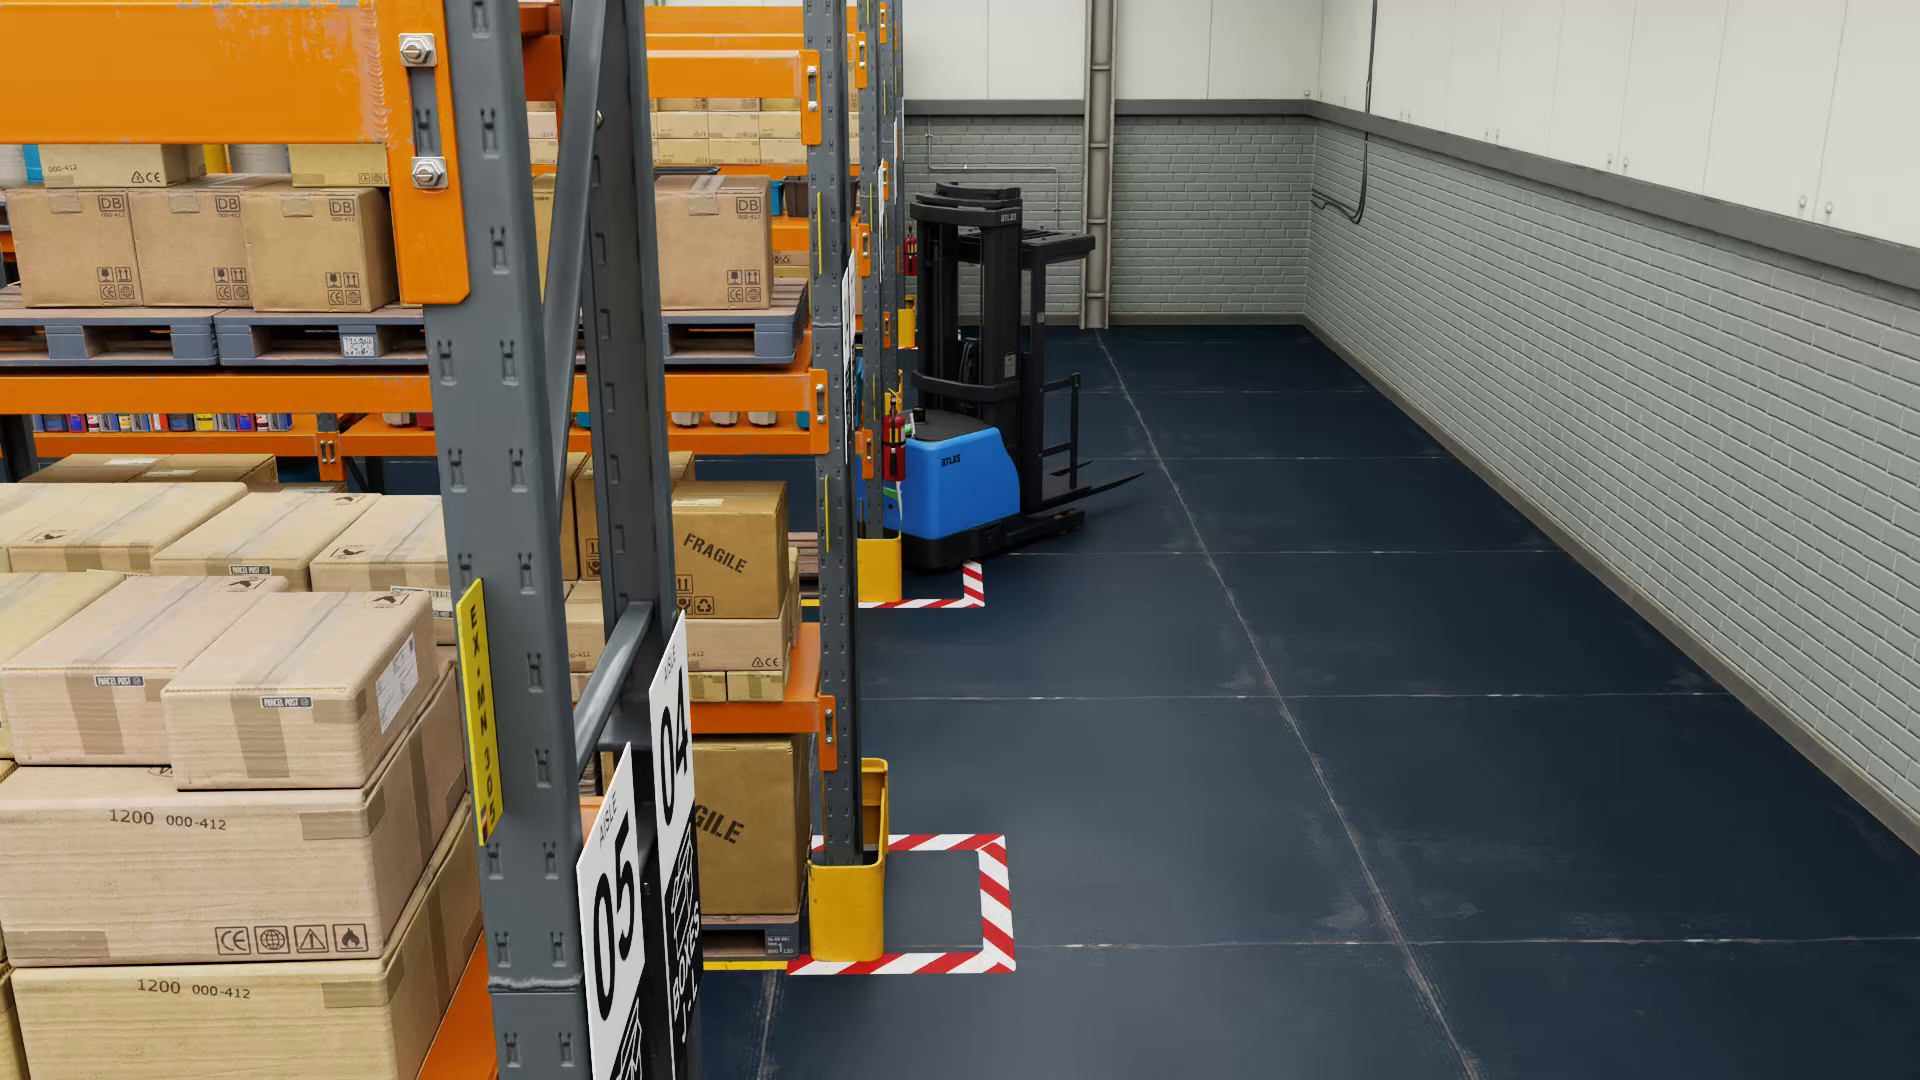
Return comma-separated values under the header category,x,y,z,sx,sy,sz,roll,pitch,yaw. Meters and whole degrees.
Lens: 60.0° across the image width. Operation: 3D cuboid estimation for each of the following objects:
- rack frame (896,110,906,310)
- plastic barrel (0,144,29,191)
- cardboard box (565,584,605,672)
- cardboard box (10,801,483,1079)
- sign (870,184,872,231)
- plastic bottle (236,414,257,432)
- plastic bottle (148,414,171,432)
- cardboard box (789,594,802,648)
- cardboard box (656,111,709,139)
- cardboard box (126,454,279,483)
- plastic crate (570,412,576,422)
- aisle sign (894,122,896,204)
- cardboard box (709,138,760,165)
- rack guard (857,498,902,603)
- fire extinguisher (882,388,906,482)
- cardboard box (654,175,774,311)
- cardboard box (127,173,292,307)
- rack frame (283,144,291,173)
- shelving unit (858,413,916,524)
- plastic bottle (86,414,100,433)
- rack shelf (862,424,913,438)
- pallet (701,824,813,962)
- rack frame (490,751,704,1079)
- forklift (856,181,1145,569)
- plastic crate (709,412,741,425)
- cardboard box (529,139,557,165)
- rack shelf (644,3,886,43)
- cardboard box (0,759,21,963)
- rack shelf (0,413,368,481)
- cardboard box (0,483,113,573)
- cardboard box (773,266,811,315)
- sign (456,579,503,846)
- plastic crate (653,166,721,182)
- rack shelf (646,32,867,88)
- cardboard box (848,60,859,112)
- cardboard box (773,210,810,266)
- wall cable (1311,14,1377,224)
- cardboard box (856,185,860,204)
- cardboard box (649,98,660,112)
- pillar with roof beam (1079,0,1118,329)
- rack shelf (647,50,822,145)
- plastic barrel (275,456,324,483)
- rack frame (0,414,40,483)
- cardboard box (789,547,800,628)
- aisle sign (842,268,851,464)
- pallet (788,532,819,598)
category,x,y,z,sx,sy,sz,roll,pitch,yaw
rack frame,-0.805,-4.156,22.091,0.127,3.000,1.000,0,18,-1
plastic barrel,-6.878,-2.839,12.166,0.433,0.535,0.433,0,18,0
cardboard box,-1.558,0.398,7.654,0.500,0.250,0.500,-1,18,-2
cardboard box,-1.044,0.624,2.525,0.500,0.250,0.500,-1,18,-2
sign,-0.624,-2.340,11.693,0.005,0.325,0.100,0,18,-1
plastic bottle,-5.268,-0.939,12.256,0.133,0.283,0.061,0,18,-1
plastic bottle,-5.907,-0.947,12.291,0.135,0.276,0.152,0,18,-1
cardboard box,-0.931,0.403,8.290,0.250,0.149,0.380,0,18,0
cardboard box,-2.733,-4.149,16.587,0.500,0.250,0.500,0,18,-1
cardboard box,-3.614,-0.110,8.011,0.500,0.500,0.500,0,18,0
plastic crate,-3.119,-1.034,12.455,0.530,0.282,0.437,0,18,-1
aisle sign,-0.650,-3.787,16.687,0.004,0.787,0.394,0,18,-1
cardboard box,-2.233,-3.911,16.664,0.500,0.250,0.500,0,18,-1
rack guard,-0.625,0.056,13.053,0.348,0.500,1.175,0,18,-1
fire extinguisher,-0.491,-0.777,12.297,0.183,0.674,0.296,0,18,-1
cardboard box,-1.090,-1.322,7.331,0.500,0.500,0.700,-1,18,-4
cardboard box,-3.251,-1.345,7.403,0.500,0.500,0.700,1,18,2
rack frame,-4.648,-3.967,11.682,0.127,3.000,1.000,0,18,-1
shelving unit,-0.549,-0.474,13.344,0.258,1.200,0.503,-24,30,-32
plastic bottle,-6.389,-0.900,12.269,0.097,0.201,0.097,0,18,0
rack shelf,-0.596,-0.848,13.168,0.258,0.148,0.480,-24,30,-32
pallet,-1.369,1.739,8.283,1.213,0.211,1.003,0,18,-1
rack frame,-0.593,1.898,3.219,0.127,3.000,1.000,0,18,-1
forklift,0.427,-1.537,14.039,1.130,2.935,3.031,16,24,40
plastic crate,-1.751,-0.977,12.515,0.243,0.136,0.396,0,18,-1
cardboard box,-4.233,-3.907,16.651,0.500,0.250,0.500,0,18,-1
rack shelf,-2.723,-5.146,16.539,4.000,0.370,1.077,0,18,-1
cardboard box,-1.561,0.386,2.450,0.500,0.250,0.500,-1,18,-2
rack shelf,-6.648,-0.758,12.679,4.000,0.370,1.077,0,18,-1
cardboard box,-1.692,0.021,2.934,0.250,0.149,0.380,0,18,0
cardboard box,-1.685,-2.601,17.083,0.500,0.500,0.500,0,18,0
sign,-0.605,0.218,2.097,0.005,0.325,0.100,0,18,-1
plastic crate,-2.181,-2.605,12.449,0.767,0.338,0.504,0,18,-1
rack shelf,-2.649,-3.444,11.883,4.000,0.370,1.077,0,18,-1
cardboard box,-1.237,-4.587,16.726,0.500,0.500,0.700,0,18,-1
cardboard box,-1.669,-3.078,16.930,0.500,0.500,0.500,0,18,1
wall cable,4.856,-5.452,21.394,0.112,2.526,3.097,0,18,-1
cardboard box,-1.315,-4.293,22.028,0.700,0.700,0.980,1,18,2
cardboard box,-3.235,-4.553,16.618,0.500,0.500,0.700,0,18,-1
pillar with roof beam,1.949,-5.975,17.940,0.400,9.000,9.100,0,18,-1
rack shelf,-2.570,-1.931,7.168,4.000,0.370,1.077,0,18,-1
plastic barrel,-5.193,-0.314,12.863,0.708,0.901,0.600,0,18,-1
rack frame,-4.570,0.402,7.883,0.127,3.000,1.000,0,18,-1
cardboard box,-1.055,0.233,8.171,0.500,0.250,0.500,-1,18,-2
aisle sign,-0.494,-0.764,7.262,0.004,0.787,0.394,0,18,-1
pallet,-1.474,0.190,13.109,1.213,0.211,1.003,0,18,-1
